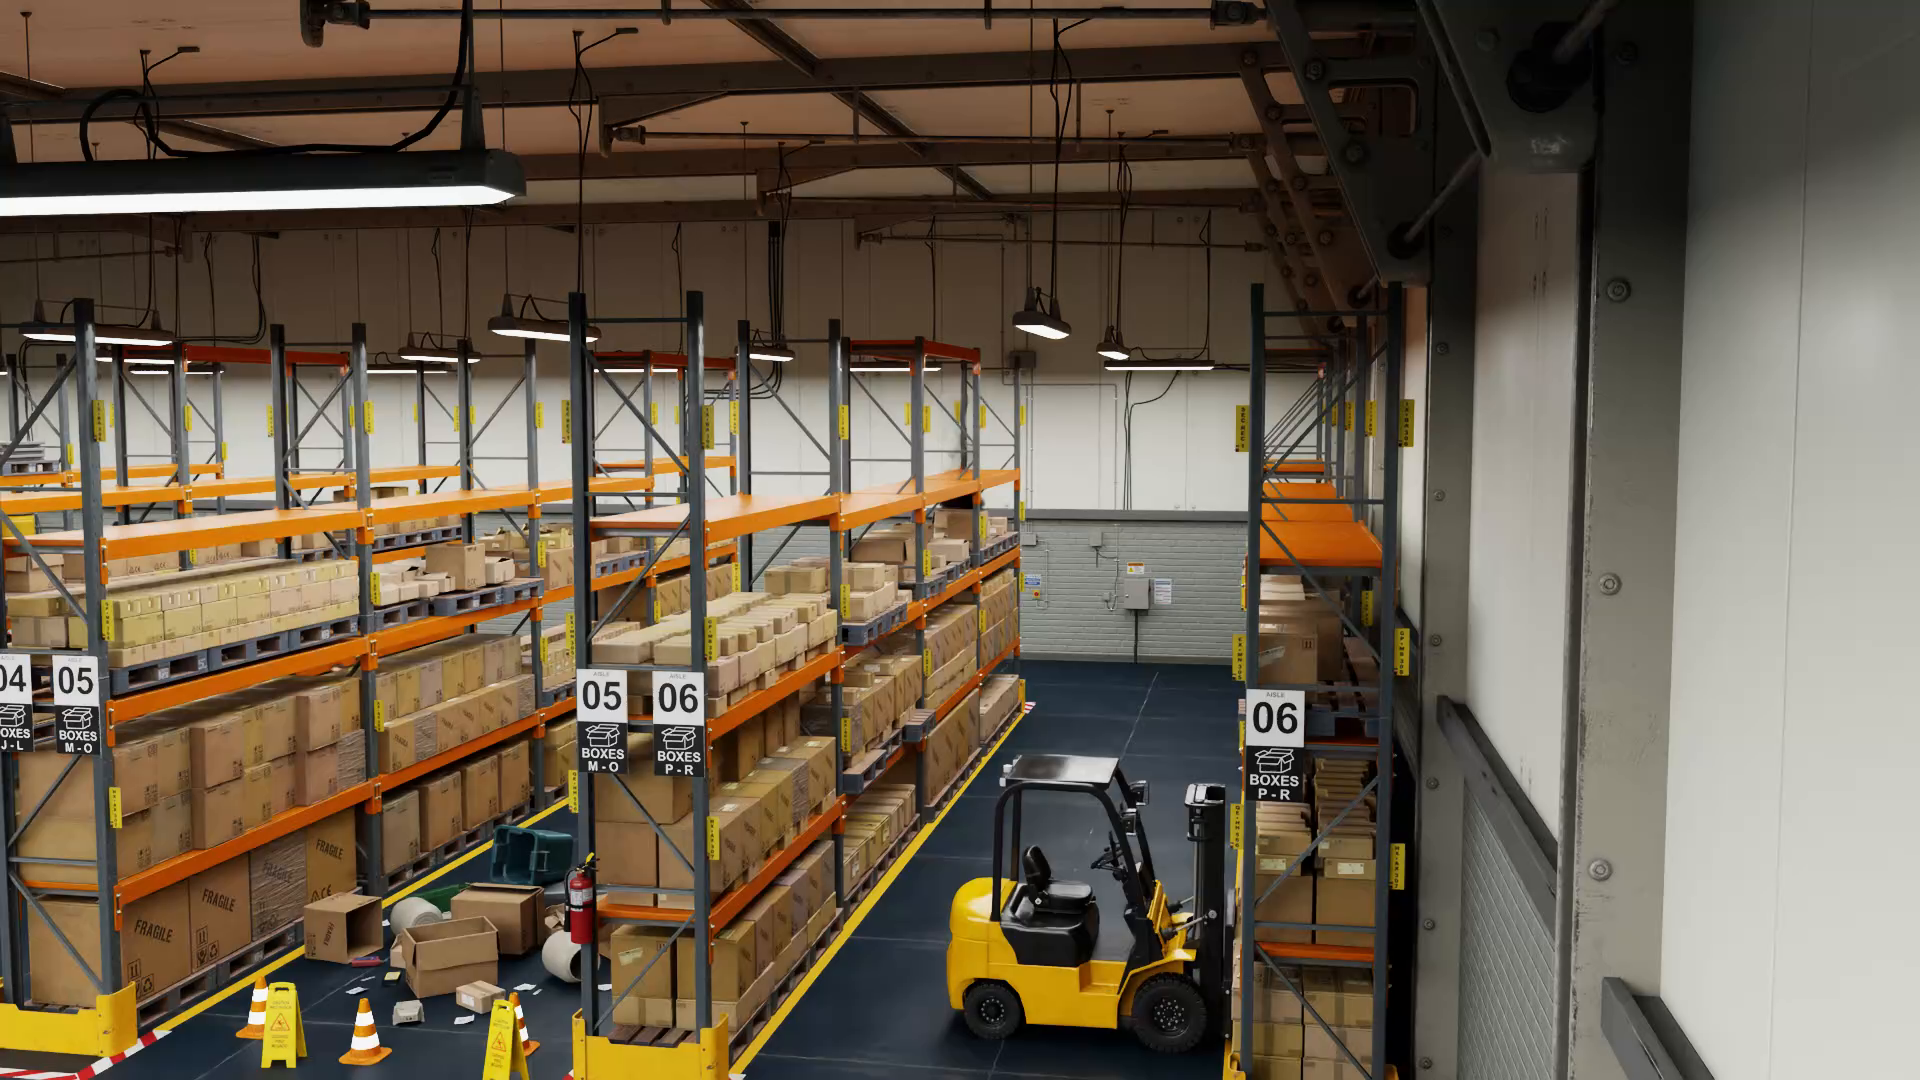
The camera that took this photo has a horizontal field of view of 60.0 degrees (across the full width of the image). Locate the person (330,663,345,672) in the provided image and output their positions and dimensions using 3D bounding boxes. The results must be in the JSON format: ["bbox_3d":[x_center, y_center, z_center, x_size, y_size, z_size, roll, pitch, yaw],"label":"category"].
[{"bbox_3d":[-8.619,2.512,22.990,0.551,1.618,0.582,0,5,2],"label":"person"}]
